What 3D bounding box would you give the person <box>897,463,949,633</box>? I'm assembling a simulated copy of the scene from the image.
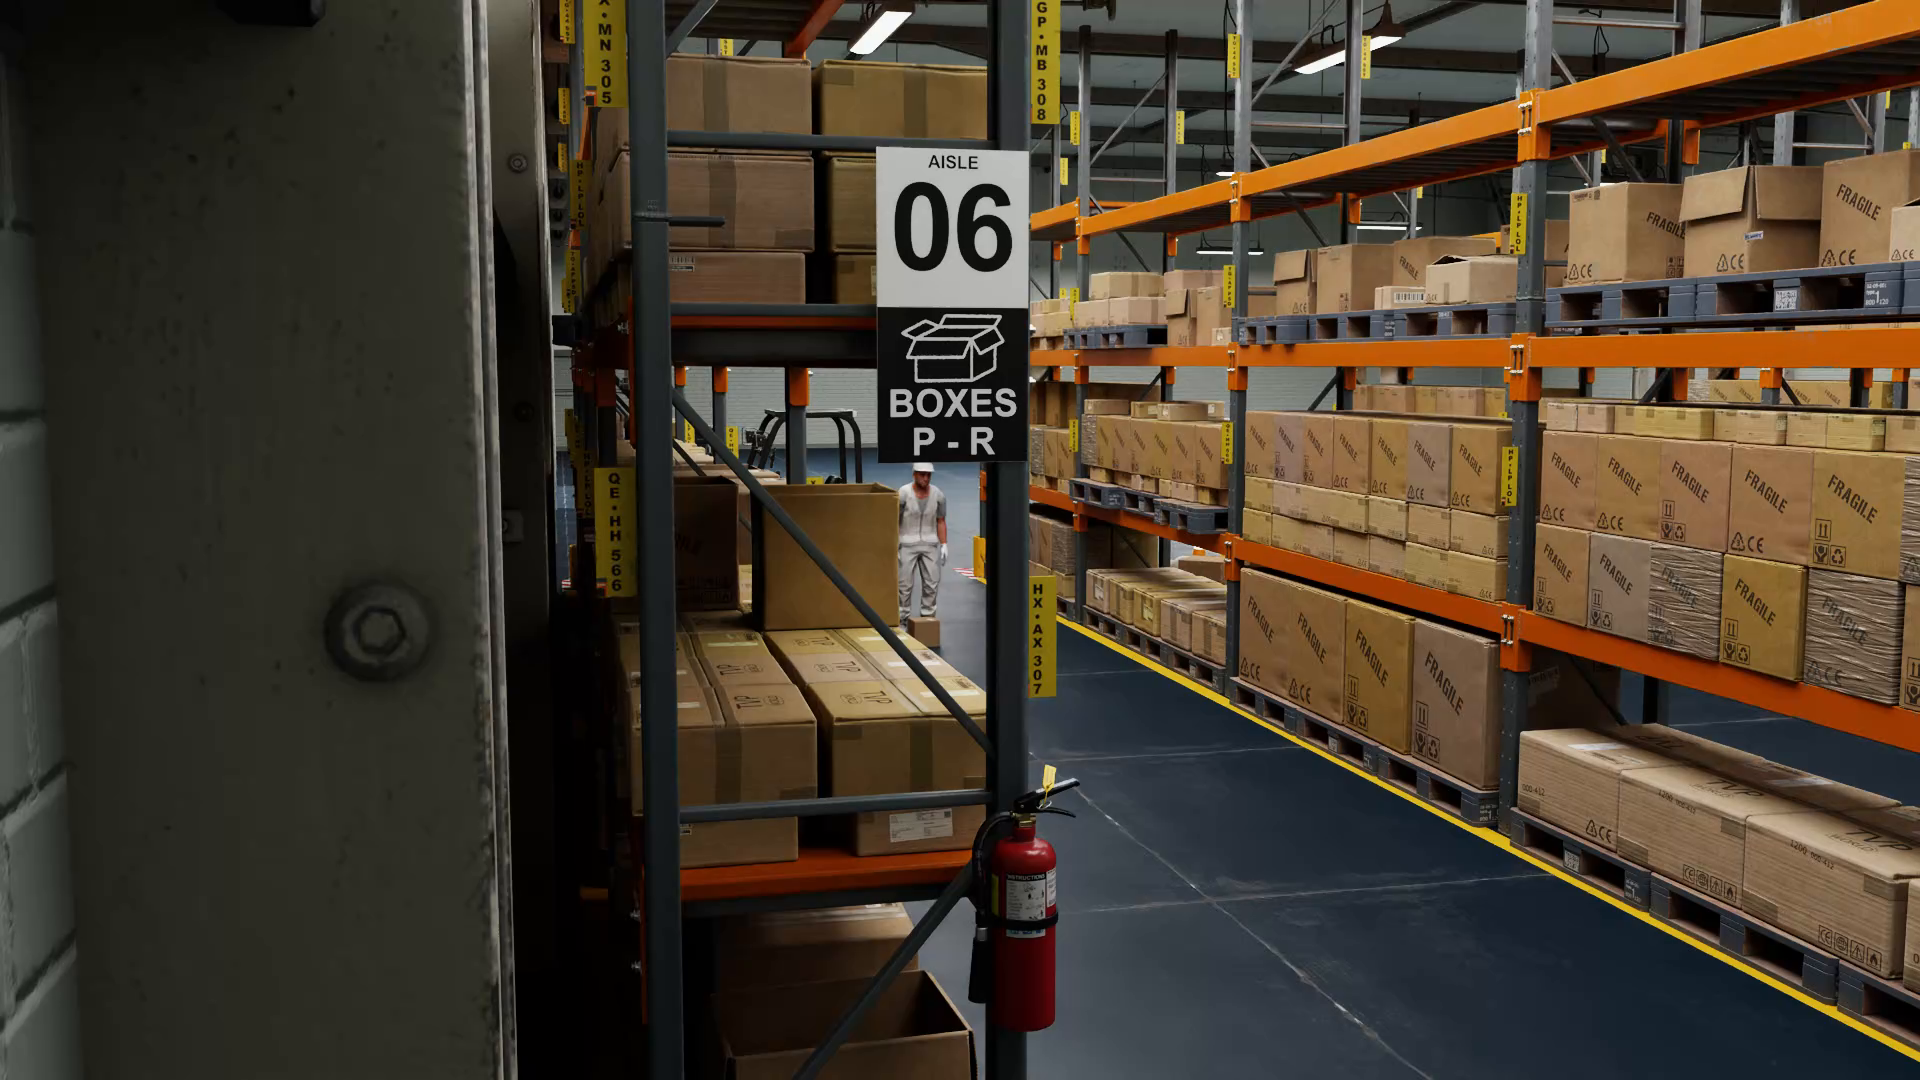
[{"bbox_3d":[-0.394,0.095,15.937,0.609,1.777,0.453,-2,6,-17],"label":"person"}]
